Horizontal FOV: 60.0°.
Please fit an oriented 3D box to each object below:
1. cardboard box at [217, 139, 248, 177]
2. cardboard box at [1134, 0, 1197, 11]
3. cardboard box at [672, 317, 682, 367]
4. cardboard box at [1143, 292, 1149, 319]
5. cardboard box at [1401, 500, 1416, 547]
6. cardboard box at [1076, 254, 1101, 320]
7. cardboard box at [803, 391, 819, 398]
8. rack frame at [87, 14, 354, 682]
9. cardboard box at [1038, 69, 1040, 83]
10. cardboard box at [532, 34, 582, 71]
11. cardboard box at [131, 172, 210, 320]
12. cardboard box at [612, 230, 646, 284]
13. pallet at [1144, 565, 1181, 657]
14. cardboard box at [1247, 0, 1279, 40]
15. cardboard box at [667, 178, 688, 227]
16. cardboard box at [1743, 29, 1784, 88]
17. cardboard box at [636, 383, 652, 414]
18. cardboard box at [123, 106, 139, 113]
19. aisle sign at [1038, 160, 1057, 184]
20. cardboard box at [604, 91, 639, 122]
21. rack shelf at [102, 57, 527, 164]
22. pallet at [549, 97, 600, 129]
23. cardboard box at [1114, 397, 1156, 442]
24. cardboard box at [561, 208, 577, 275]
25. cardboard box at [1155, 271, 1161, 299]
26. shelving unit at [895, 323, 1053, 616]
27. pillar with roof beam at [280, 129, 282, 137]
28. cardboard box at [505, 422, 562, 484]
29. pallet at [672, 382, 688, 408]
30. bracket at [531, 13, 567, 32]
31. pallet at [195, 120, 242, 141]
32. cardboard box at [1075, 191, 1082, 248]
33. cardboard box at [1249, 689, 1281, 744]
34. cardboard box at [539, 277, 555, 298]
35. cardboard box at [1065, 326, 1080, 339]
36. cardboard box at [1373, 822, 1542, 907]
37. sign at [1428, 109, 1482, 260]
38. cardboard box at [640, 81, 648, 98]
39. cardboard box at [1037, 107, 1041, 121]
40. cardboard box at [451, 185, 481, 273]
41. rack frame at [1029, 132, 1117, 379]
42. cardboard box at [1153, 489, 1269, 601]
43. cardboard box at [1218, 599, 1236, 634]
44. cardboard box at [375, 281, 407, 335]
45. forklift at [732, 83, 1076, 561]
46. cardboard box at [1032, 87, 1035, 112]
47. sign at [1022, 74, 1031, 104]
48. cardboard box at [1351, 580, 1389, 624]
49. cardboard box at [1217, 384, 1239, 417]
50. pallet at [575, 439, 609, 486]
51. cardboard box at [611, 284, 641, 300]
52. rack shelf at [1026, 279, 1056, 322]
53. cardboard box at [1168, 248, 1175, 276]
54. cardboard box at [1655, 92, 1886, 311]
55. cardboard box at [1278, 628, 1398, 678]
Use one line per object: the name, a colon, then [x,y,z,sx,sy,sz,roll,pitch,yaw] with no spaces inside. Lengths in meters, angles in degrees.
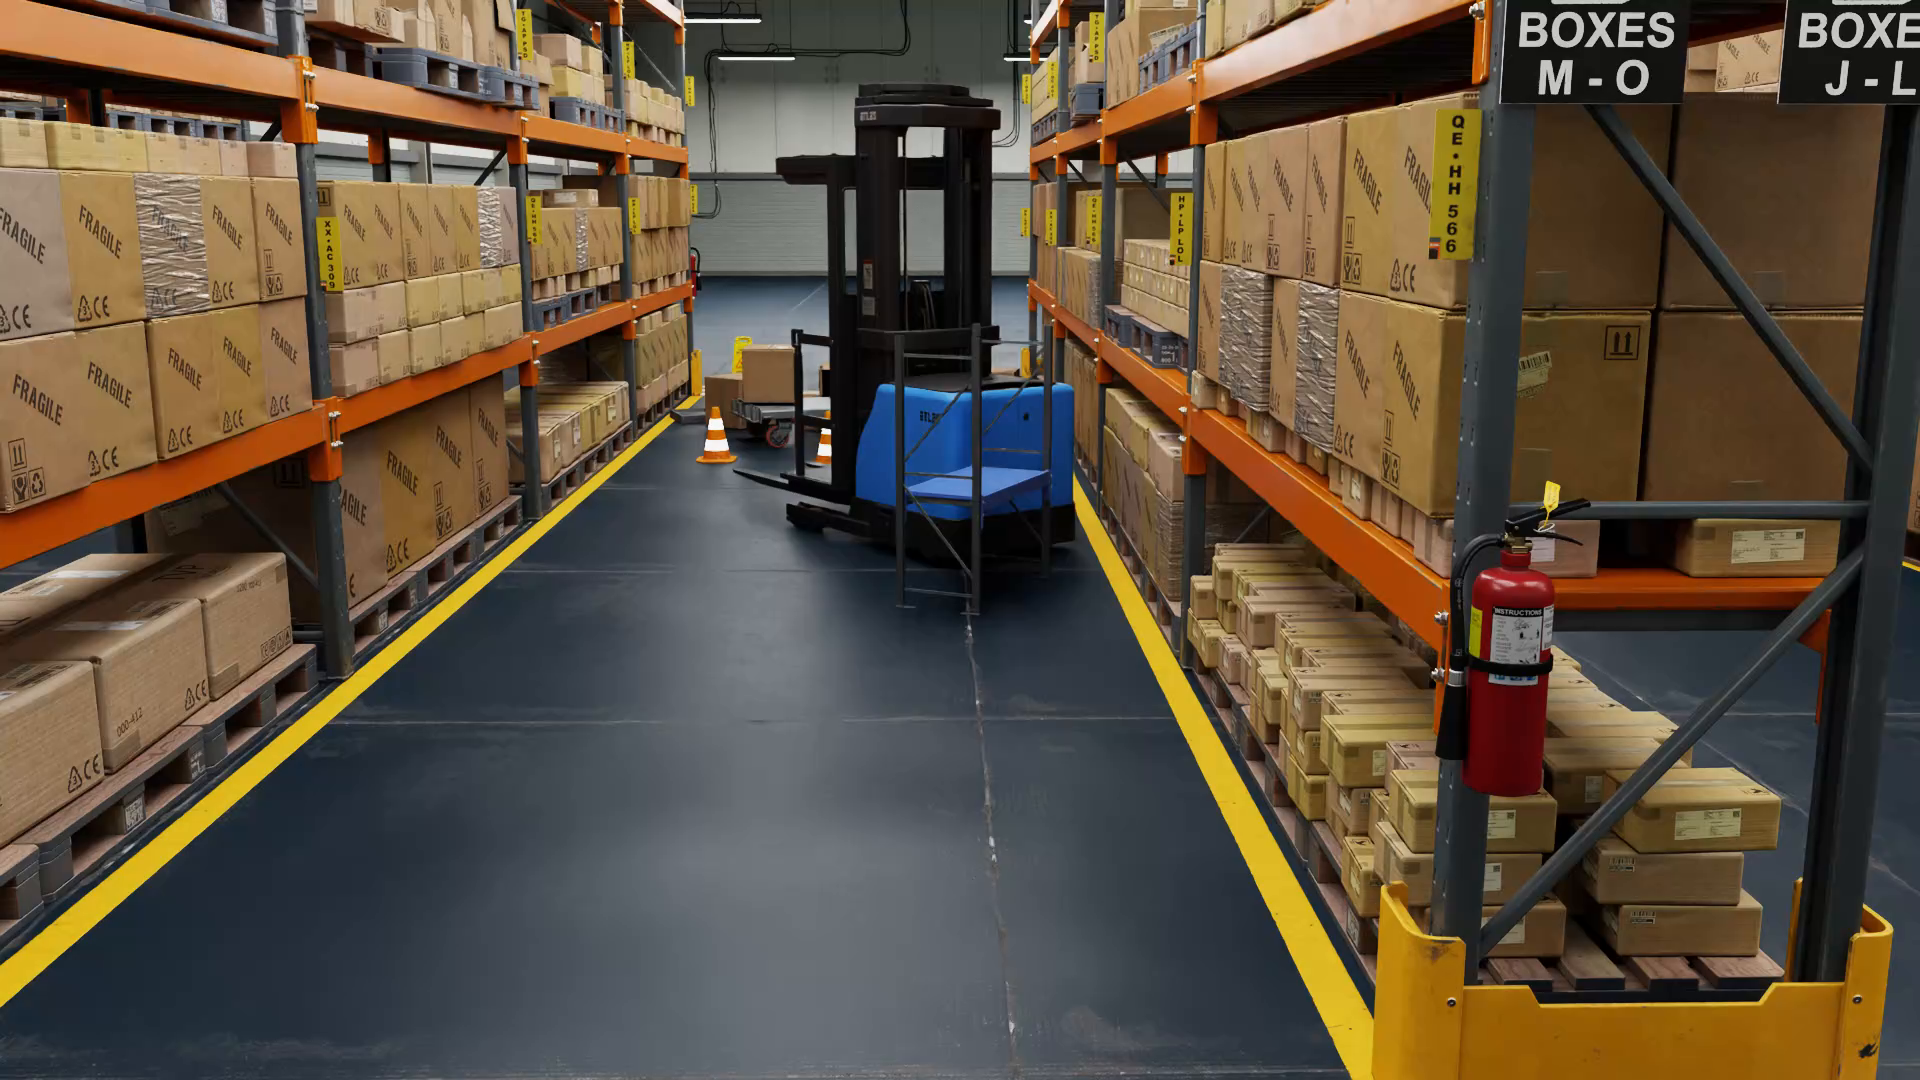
cardboard box: [-3.158,-1.560,6.808,0.380,0.149,0.250,0,11,0]
cardboard box: [1.272,-3.311,10.116,0.396,0.266,0.258,0,11,-1]
cardboard box: [-3.336,-2.165,18.162,0.500,0.500,0.500,0,11,1]
cardboard box: [1.318,-1.431,10.145,0.380,0.149,0.250,0,11,1]
cardboard box: [1.393,-0.052,4.401,0.380,0.149,0.250,0,11,-1]
cardboard box: [1.187,-1.988,13.061,0.500,0.500,0.500,0,11,-2]
cardboard box: [-1.581,-1.552,18.337,0.380,0.149,0.250,6,13,28]
rack frame: [-3.380,-0.816,7.538,1.000,3.000,0.127,0,11,-1]
cardboard box: [1.028,-4.965,17.761,0.380,0.149,0.250,0,11,-2]
cardboard box: [-3.363,-3.936,13.437,0.500,0.250,0.500,0,11,0]
cardboard box: [-3.072,-1.061,5.976,0.500,0.500,0.500,0,11,0]
cardboard box: [-3.276,-2.690,15.774,0.500,0.500,0.500,0,11,-1]
pallet: [1.549,0.355,8.777,1.003,0.211,1.213,0,11,-1]
cardboard box: [1.323,-1.957,5.994,0.500,0.250,0.500,0,11,1]
cardboard box: [-3.283,-3.584,17.667,0.700,0.500,0.500,0,11,-2]
cardboard box: [6.164,-3.612,12.265,0.500,0.500,0.500,0,11,-1]
cardboard box: [-3.287,-1.383,16.192,0.500,0.250,0.500,-1,11,-4]
cardboard box: [-8.229,-4.230,16.146,0.380,0.149,0.250,0,11,1]
aisle sign: [1.018,-4.529,19.300,0.394,0.787,0.004,0,11,-1]
cardboard box: [-3.281,-4.037,15.500,0.500,0.250,0.500,0,11,-2]
rack shelf: [-3.421,-2.331,9.271,1.077,0.370,4.000,0,11,-1]
pallet: [-3.614,-3.455,13.474,1.213,0.211,1.003,0,11,-1]
cardboard box: [1.267,-0.761,10.611,0.500,0.250,0.500,0,11,-2]
cardboard box: [-3.276,-2.311,12.852,0.500,0.500,0.500,0,11,0]
cardboard box: [1.331,-1.474,9.606,0.380,0.149,0.250,0,11,1]
shelving unit: [0.094,-0.436,9.435,0.538,1.500,1.048,5,13,24]
pillar with roof beam: [-5.297,-7.189,23.861,9.100,9.000,0.400,0,11,-1]
cardboard box: [-3.464,-0.642,12.231,0.950,0.372,0.625,-1,12,-5]
pallet: [-3.645,-1.658,18.702,1.003,0.211,1.213,0,11,-1]
bracket: [-9.556,-11.920,38.129,0.076,0.066,4.783,0,11,-1]
pallet: [-8.602,-4.467,18.209,1.003,0.211,1.213,0,11,-1]
cardboard box: [1.418,-2.887,14.980,0.700,0.500,0.500,0,11,-2]
cardboard box: [1.321,0.666,6.345,0.380,0.149,0.250,-1,11,-3]
cardboard box: [-3.215,-1.870,12.309,0.380,0.149,0.250,-1,12,-5]
cardboard box: [1.459,-1.737,16.363,0.875,0.875,0.875,0,11,0]
cardboard box: [1.353,0.880,4.541,0.380,0.149,0.250,-1,11,-3]
sign: [1.094,-0.786,3.680,0.100,0.325,0.005,0,11,-1]
cardboard box: [-3.235,-4.365,16.110,0.380,0.149,0.250,0,11,-2]
cardboard box: [1.027,-4.574,17.838,0.380,0.149,0.250,0,11,-1]
cardboard box: [-3.168,-1.848,9.857,0.500,0.500,0.500,0,11,-1]
rack frame: [1.319,-3.242,19.495,1.000,3.000,0.127,0,11,-1]
cardboard box: [1.300,0.017,8.664,0.500,0.500,0.500,0,11,-2]
cardboard box: [1.350,0.312,7.342,0.380,0.149,0.250,0,11,-1]
cardboard box: [-3.146,-1.180,8.450,0.500,0.250,0.500,0,11,0]
forklift: [-0.545,-1.547,11.311,1.130,2.935,3.031,-9,14,-36]
cardboard box: [1.072,-4.942,18.652,0.500,0.250,0.500,0,11,-1]
sign: [0.764,-5.178,19.097,0.100,0.325,0.005,0,11,-1]
cardboard box: [1.819,0.265,6.827,0.380,0.149,0.250,0,11,1]
cardboard box: [1.325,-0.625,7.226,0.380,0.149,0.250,0,11,1]
pallet: [-3.500,-0.642,13.693,1.003,0.211,1.213,0,11,-1]
cardboard box: [-3.231,-2.347,15.717,0.380,0.149,0.250,0,11,-1]
rack shelf: [1.360,-2.492,17.607,1.077,0.370,4.000,0,11,-1]
cardboard box: [1.347,-1.516,9.065,0.380,0.149,0.250,-1,11,-3]
cardboard box: [1.906,-0.837,4.124,0.500,0.500,0.500,0,11,-2]
cardboard box: [1.374,0.423,6.046,0.380,0.149,0.250,0,11,-1]
